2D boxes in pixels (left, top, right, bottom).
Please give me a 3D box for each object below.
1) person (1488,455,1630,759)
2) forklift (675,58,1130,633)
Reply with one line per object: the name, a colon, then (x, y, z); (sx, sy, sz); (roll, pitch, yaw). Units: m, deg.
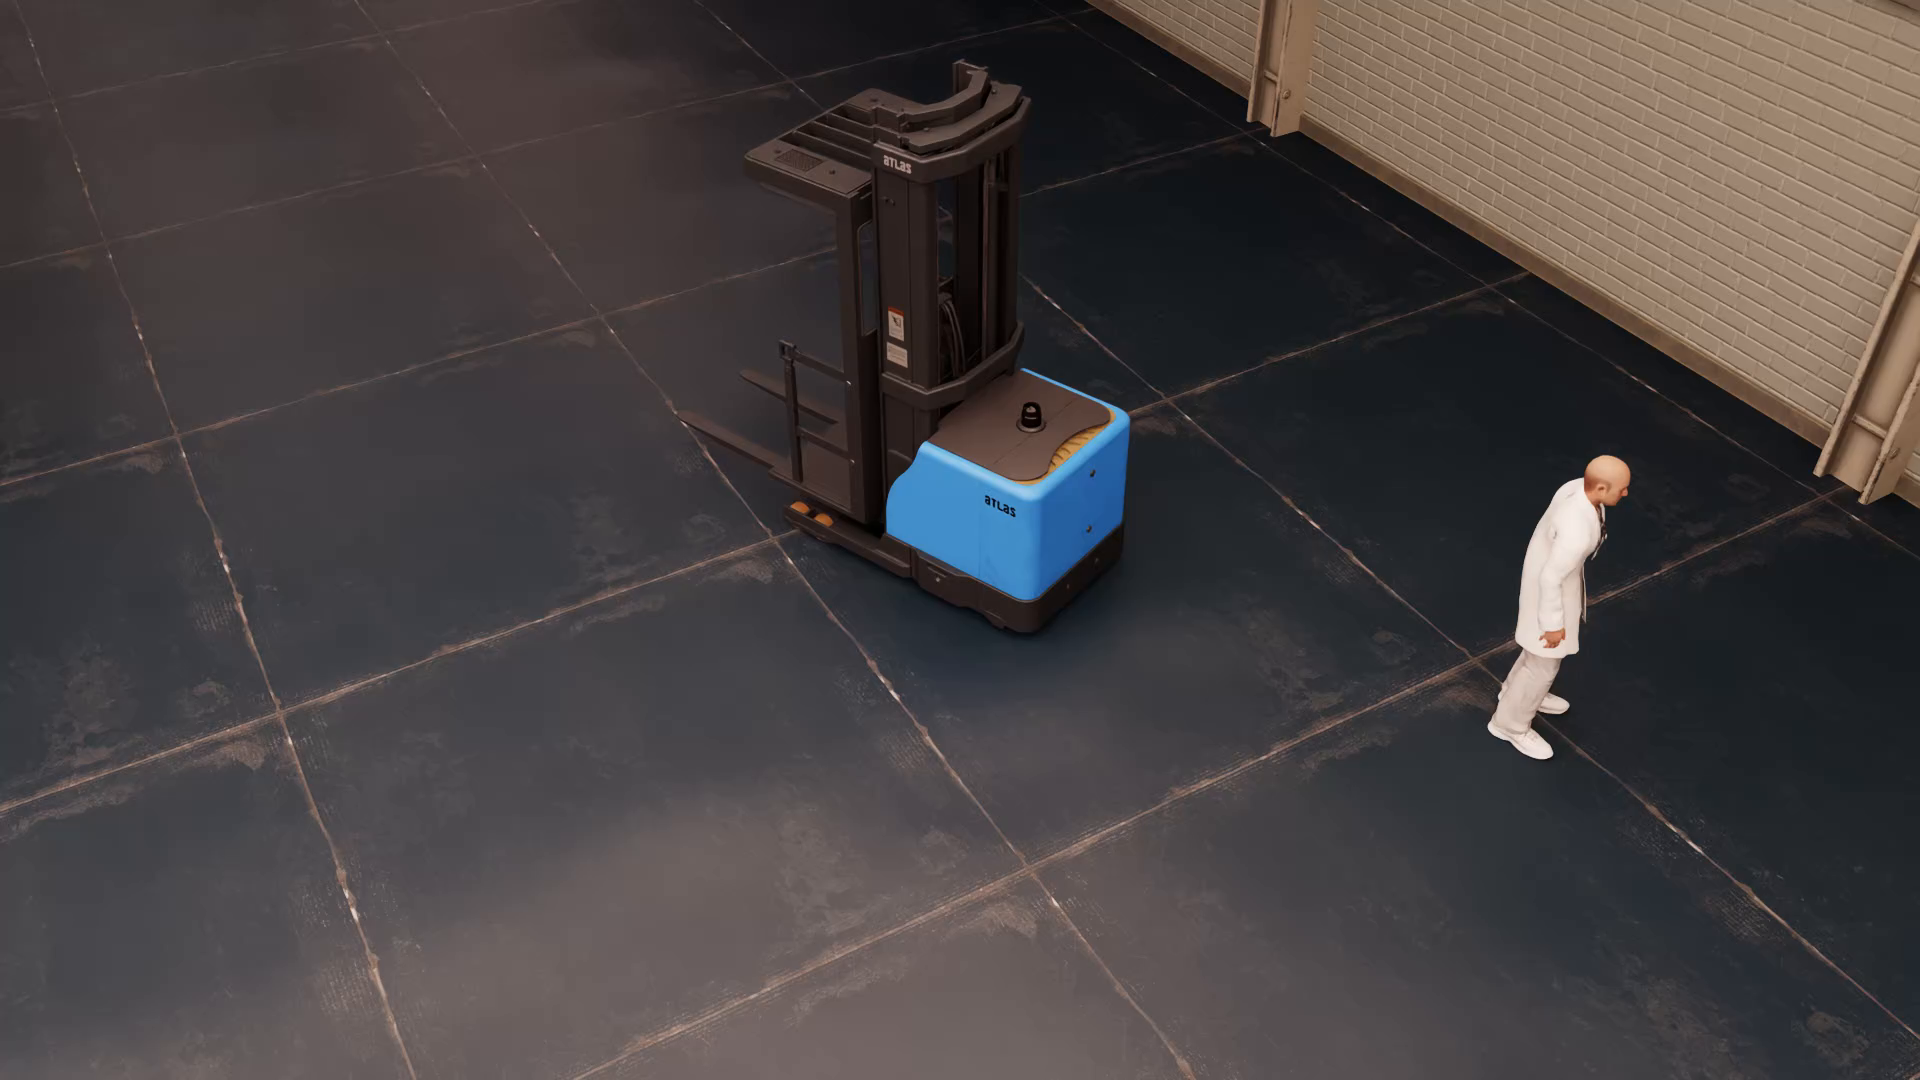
person: (3.095, 0.296, 8.587); (0.436, 1.772, 0.633); (17, 43, 19)
forklift: (-0.481, -1.366, 9.683); (3.031, 2.935, 1.130); (26, 46, 28)
